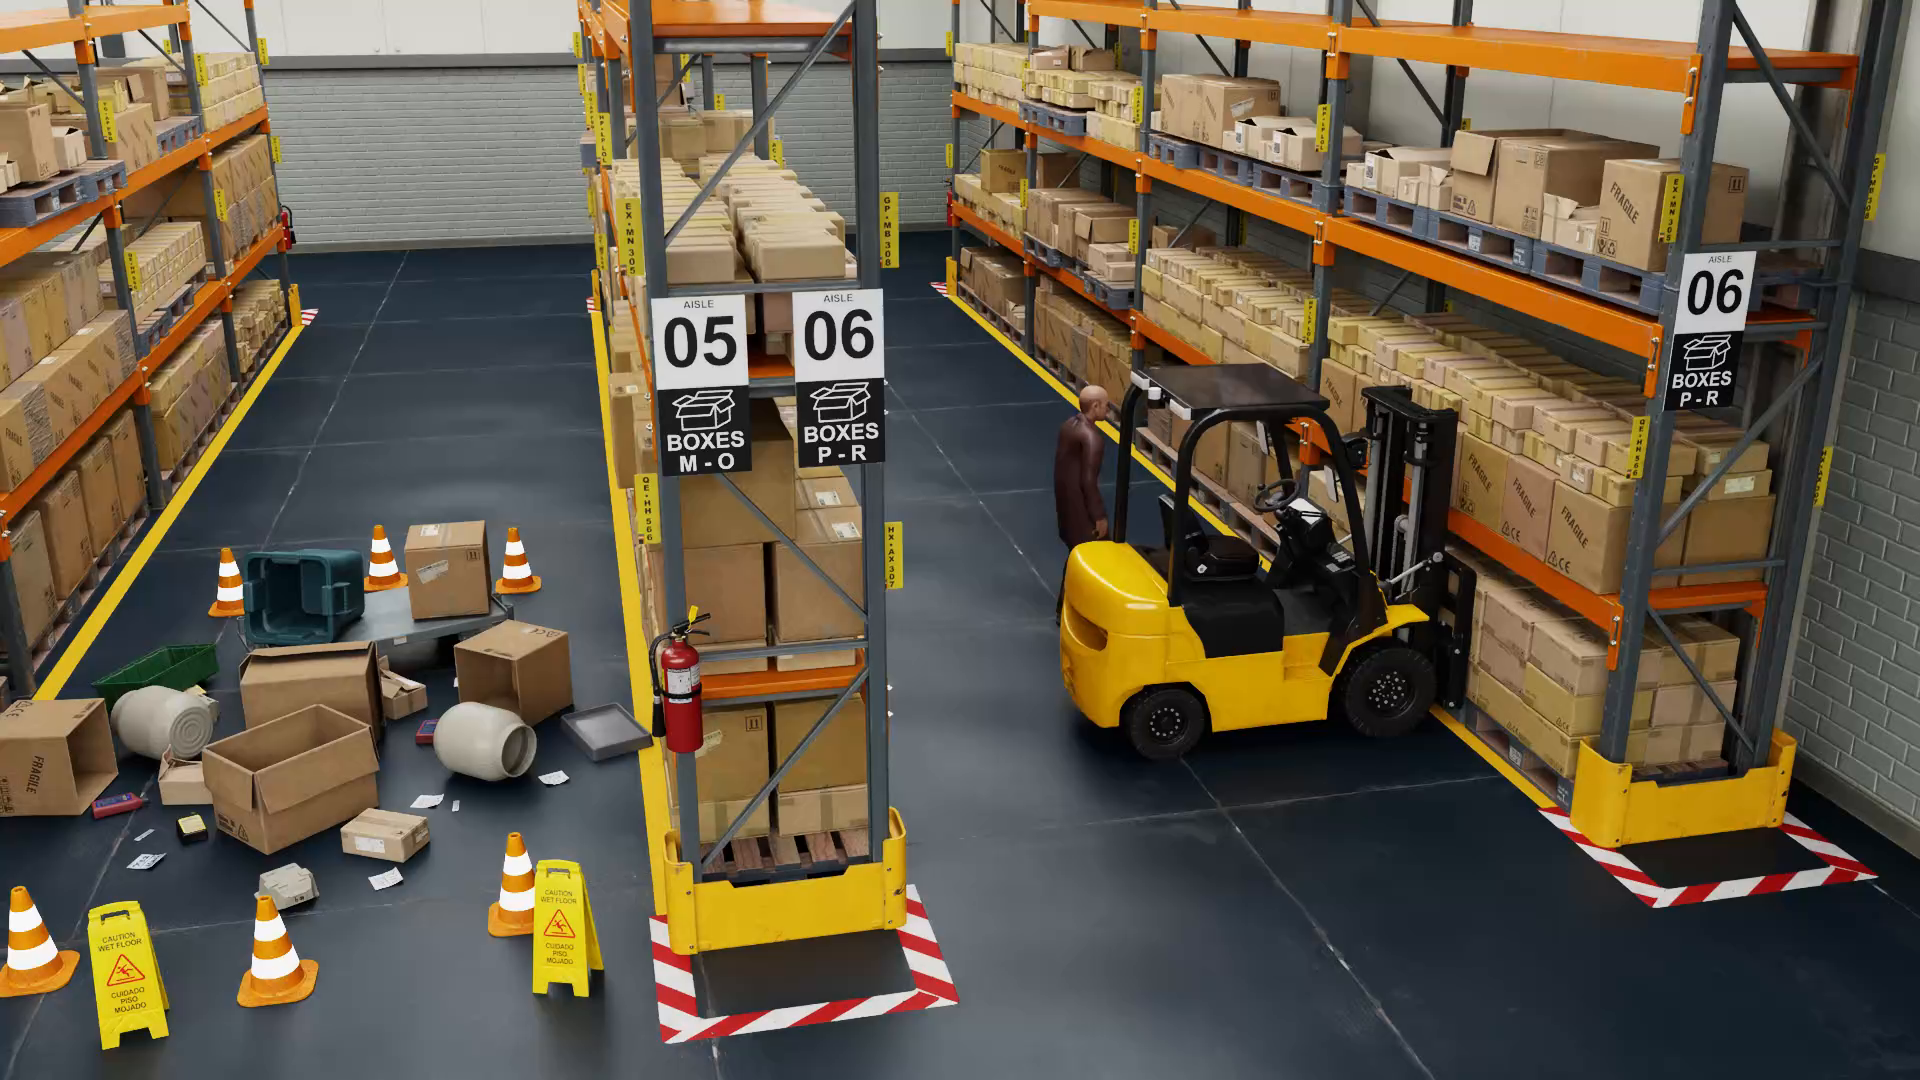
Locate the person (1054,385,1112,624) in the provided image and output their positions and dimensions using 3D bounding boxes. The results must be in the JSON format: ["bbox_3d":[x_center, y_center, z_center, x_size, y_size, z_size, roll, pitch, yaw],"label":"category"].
[{"bbox_3d":[0.877,-0.216,11.705,0.421,1.774,0.643,-5,20,-13],"label":"person"}]
